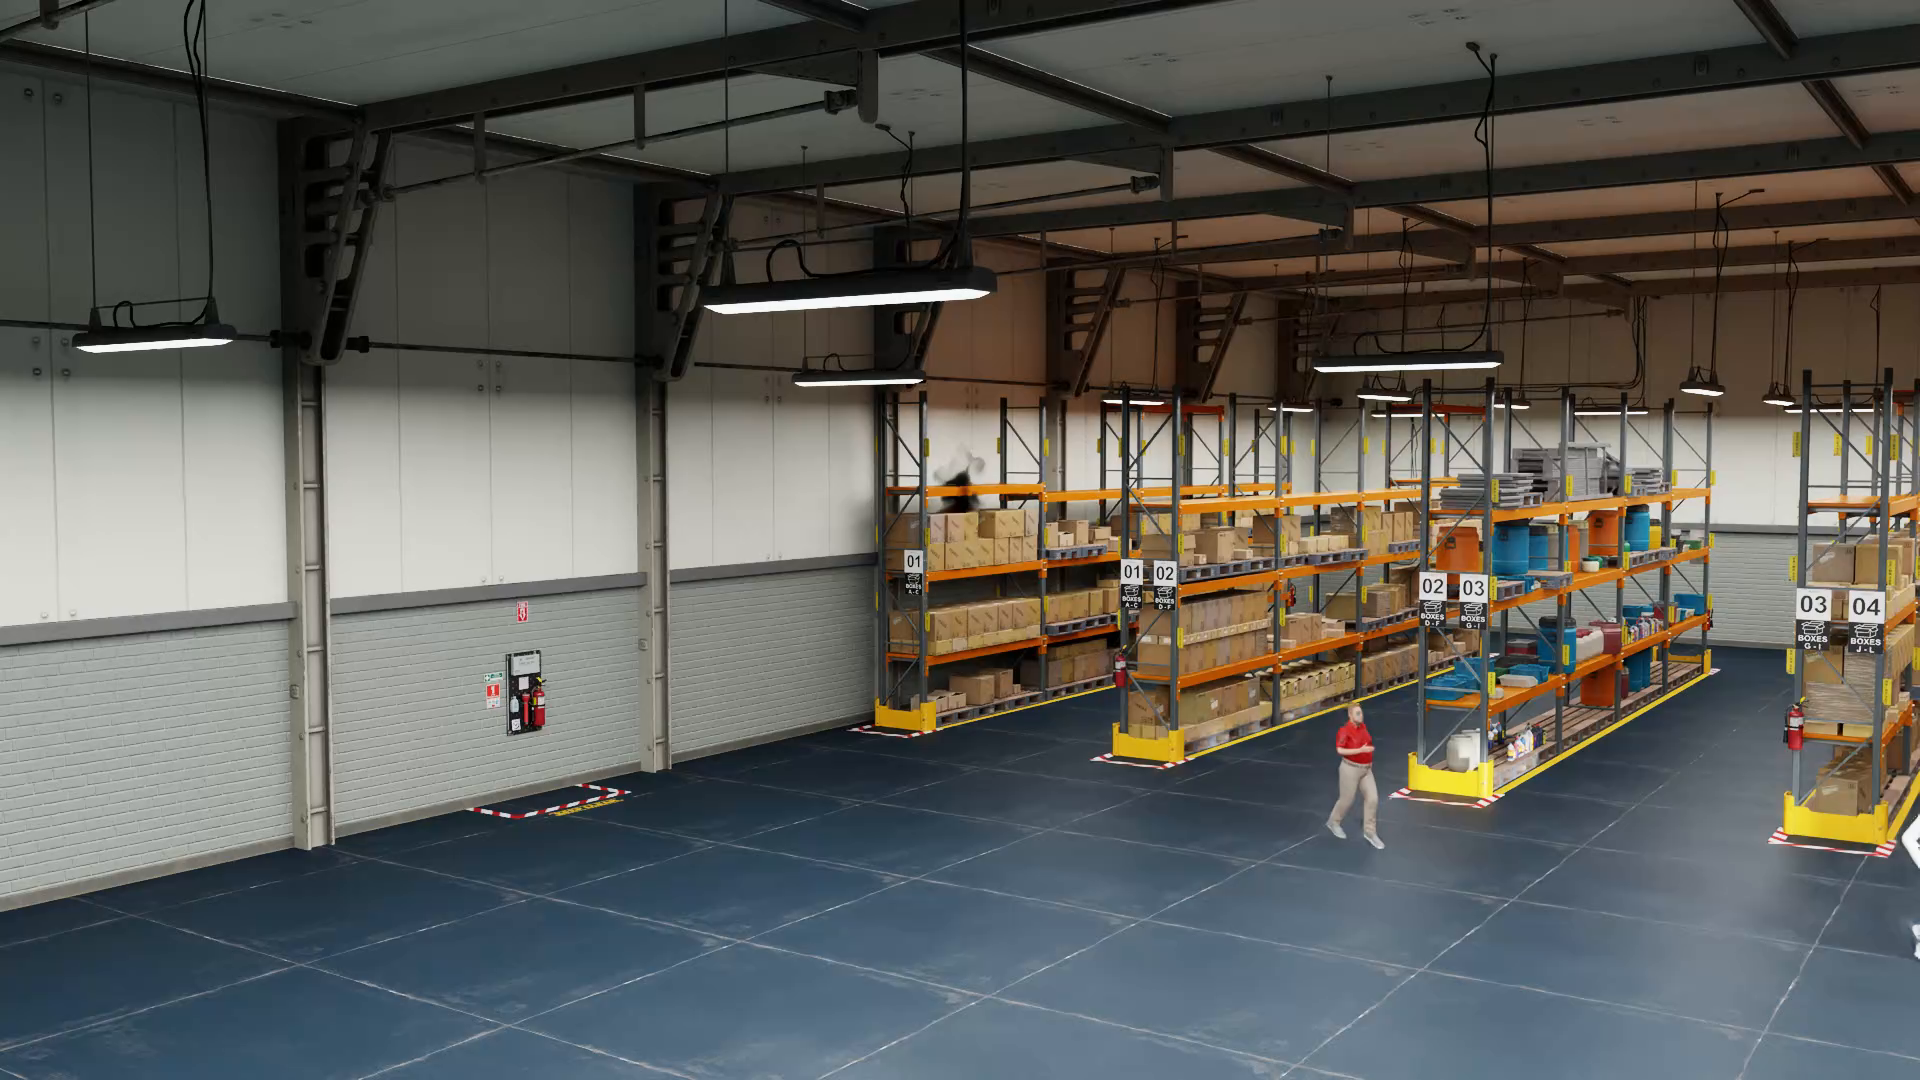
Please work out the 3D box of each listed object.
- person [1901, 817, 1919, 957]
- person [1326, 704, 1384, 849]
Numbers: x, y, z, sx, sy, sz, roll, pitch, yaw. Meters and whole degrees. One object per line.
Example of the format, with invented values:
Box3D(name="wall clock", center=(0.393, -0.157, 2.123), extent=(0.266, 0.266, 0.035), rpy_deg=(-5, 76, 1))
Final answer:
Box3D(name="person", center=(9.518, 3.235, 15.967), extent=(0.692, 1.737, 0.655), rpy_deg=(-2, 4, -32))
Box3D(name="person", center=(4.994, 2.962, 21.013), extent=(0.647, 1.773, 0.823), rpy_deg=(-2, 4, -31))
